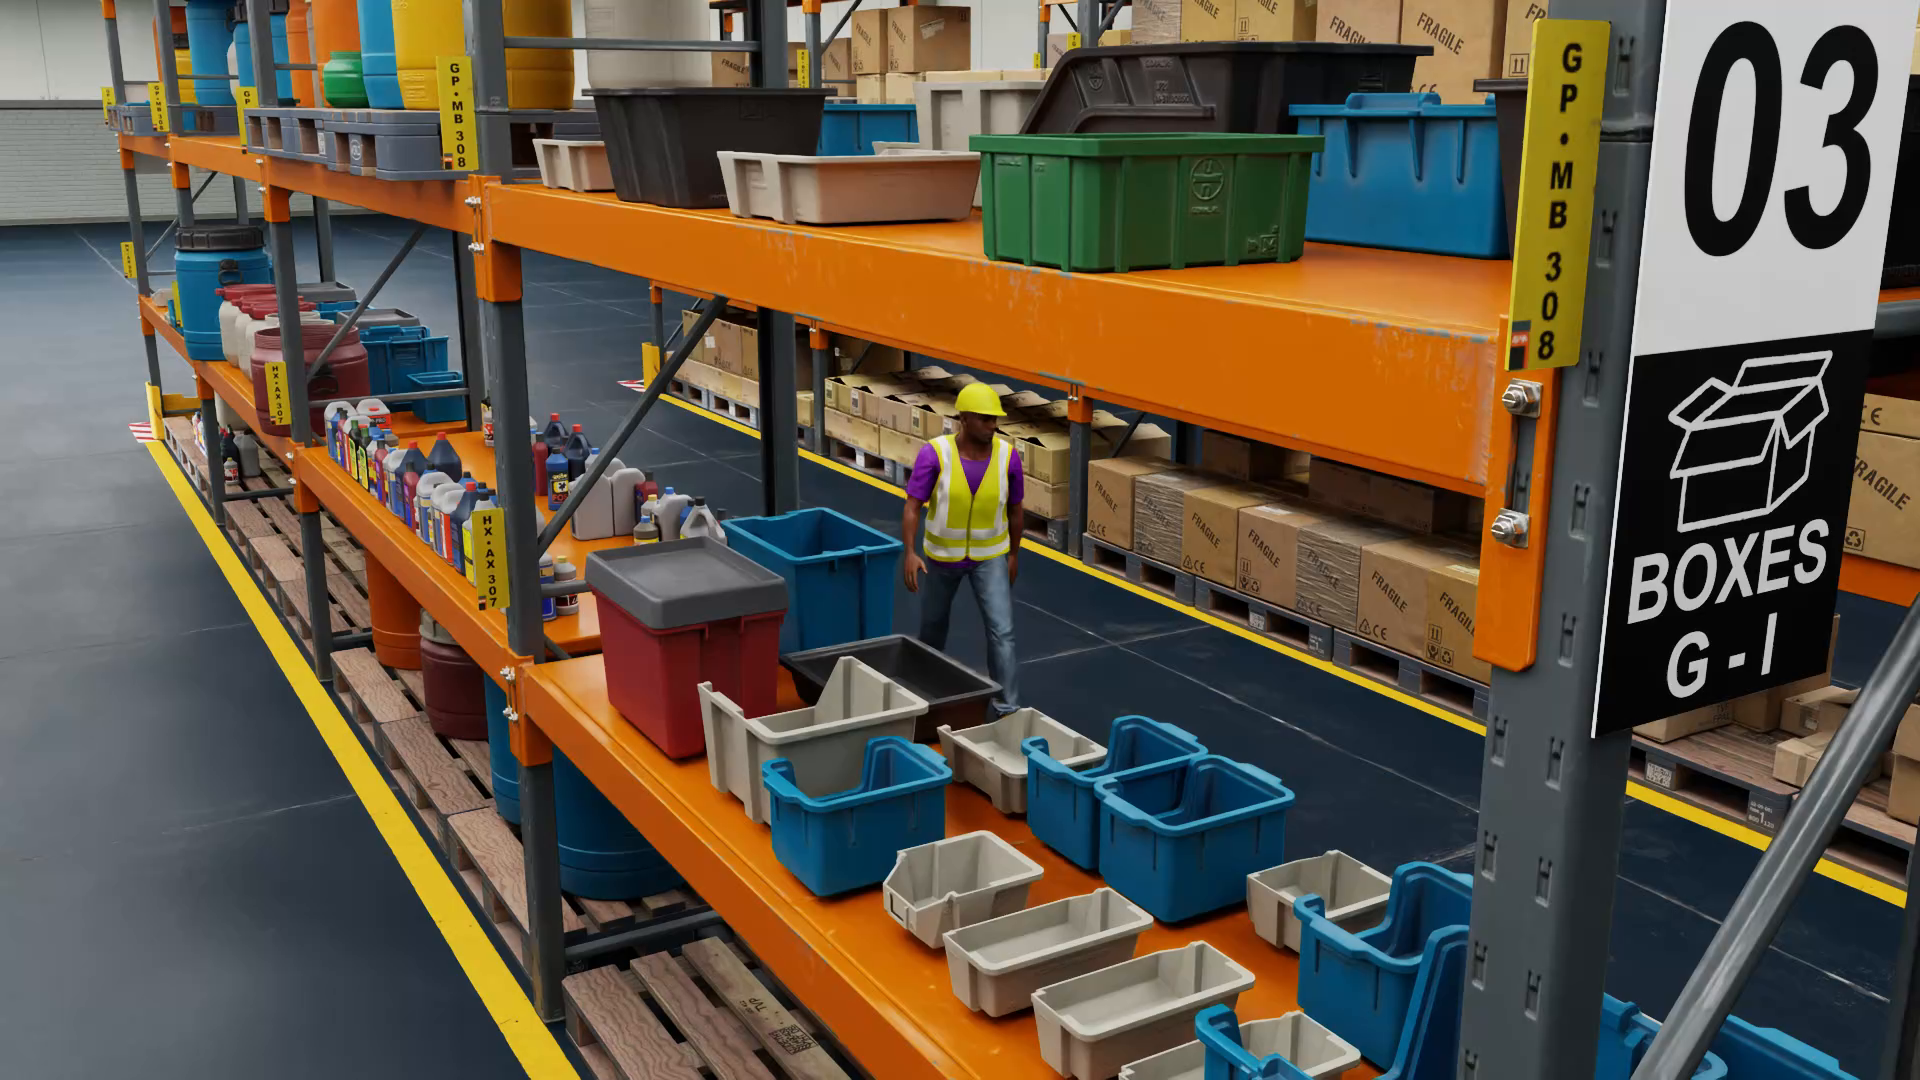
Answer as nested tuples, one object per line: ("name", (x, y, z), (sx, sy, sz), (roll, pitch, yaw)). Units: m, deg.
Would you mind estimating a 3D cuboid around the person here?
("person", (-0.003, 0.066, 8.276), (0.650, 1.724, 1.007), (-1, 15, -2))
